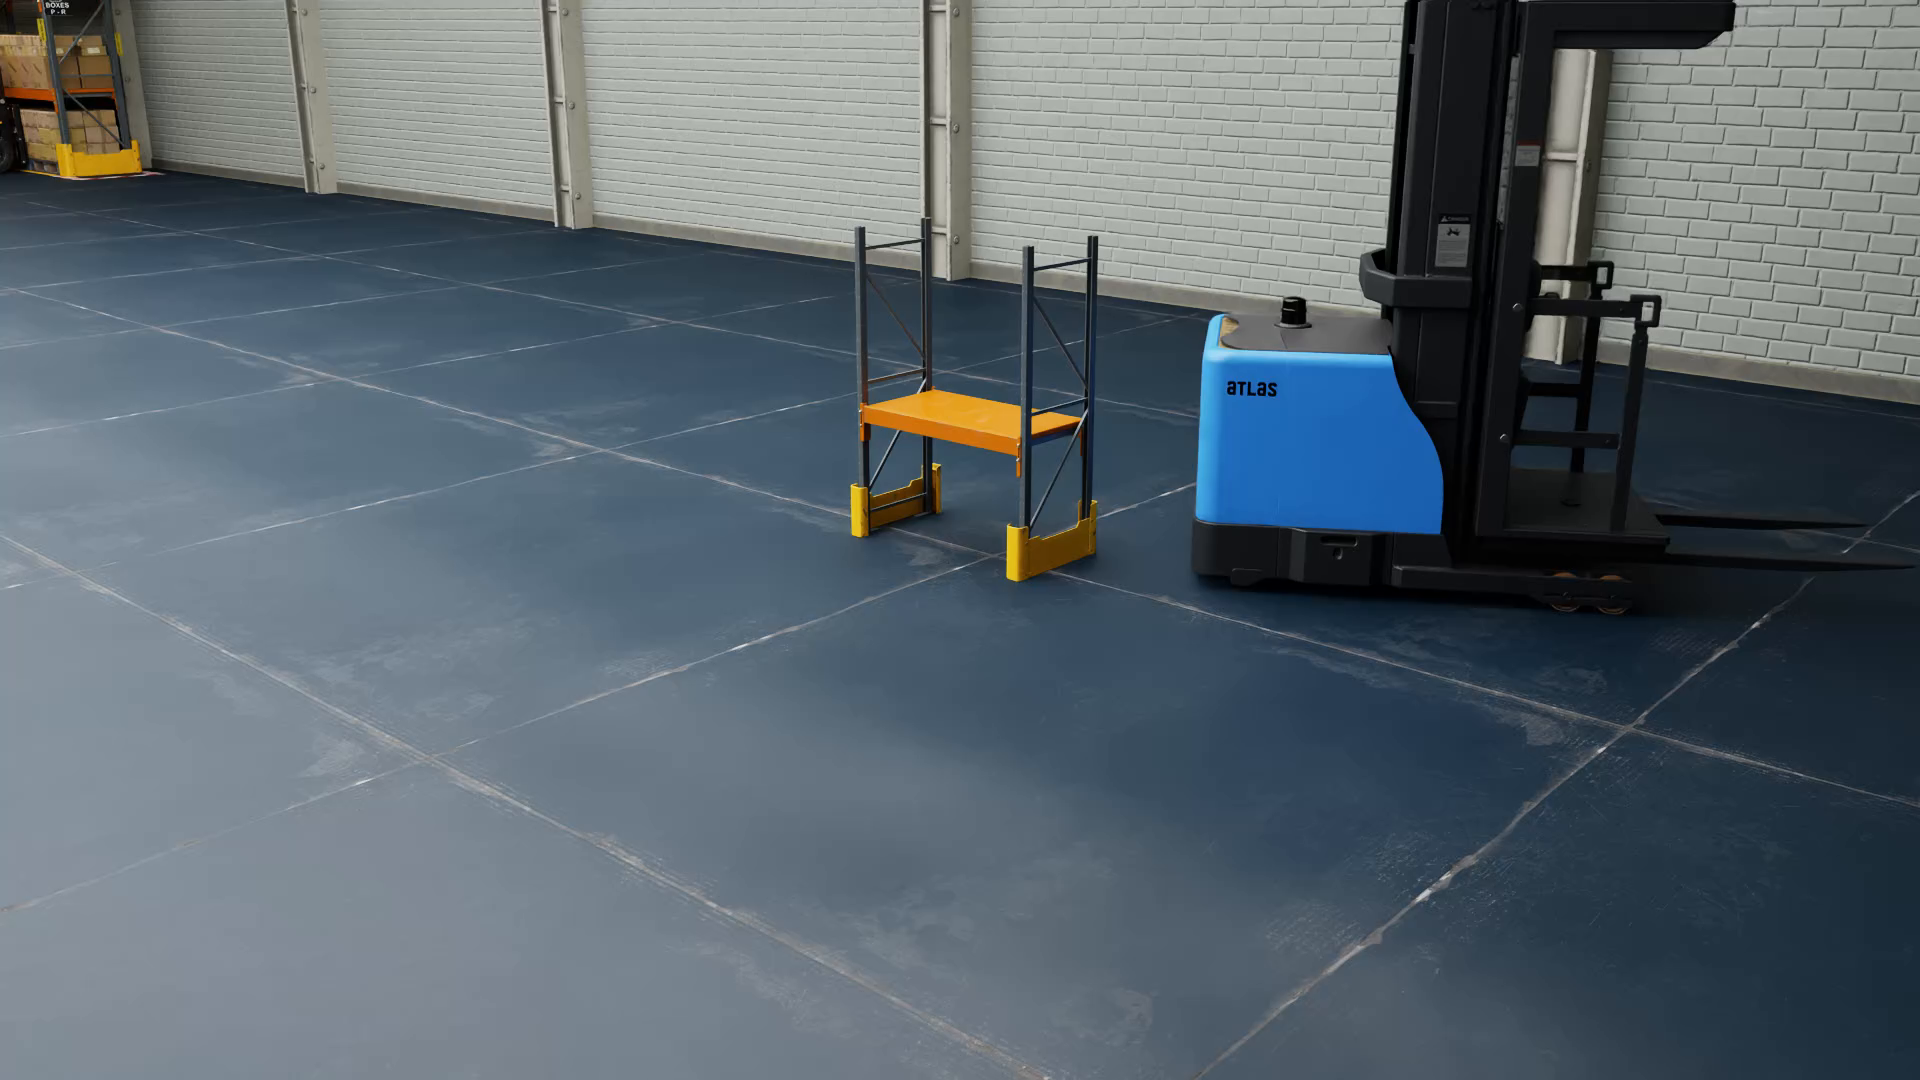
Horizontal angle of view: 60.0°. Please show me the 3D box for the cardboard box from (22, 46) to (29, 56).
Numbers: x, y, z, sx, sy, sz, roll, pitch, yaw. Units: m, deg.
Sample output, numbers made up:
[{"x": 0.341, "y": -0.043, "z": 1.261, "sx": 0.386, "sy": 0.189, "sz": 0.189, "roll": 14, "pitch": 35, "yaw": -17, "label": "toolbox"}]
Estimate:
[{"x": -14.664, "y": -7.786, "z": 26.449, "sx": 0.250, "sy": 0.149, "sz": 0.380, "roll": 15, "pitch": 23, "yaw": 39, "label": "cardboard box"}]

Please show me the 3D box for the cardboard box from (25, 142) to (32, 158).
[{"x": -14.971, "y": -6.377, "z": 27.098, "sx": 0.500, "sy": 0.250, "sz": 0.500, "roll": 15, "pitch": 23, "yaw": 40, "label": "cardboard box"}]

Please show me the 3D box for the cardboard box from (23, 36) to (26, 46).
[{"x": -14.640, "y": -7.939, "z": 26.438, "sx": 0.250, "sy": 0.149, "sz": 0.380, "roll": 15, "pitch": 23, "yaw": 40, "label": "cardboard box"}]

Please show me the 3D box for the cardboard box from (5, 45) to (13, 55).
[{"x": -15.097, "y": -7.875, "z": 26.730, "sx": 0.250, "sy": 0.149, "sz": 0.380, "roll": 15, "pitch": 23, "yaw": 40, "label": "cardboard box"}]

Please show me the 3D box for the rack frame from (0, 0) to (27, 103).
[{"x": -16.668, "y": -8.063, "z": 28.560, "sx": 0.127, "sy": 3.000, "sz": 1.000, "roll": 15, "pitch": 23, "yaw": 39, "label": "rack frame"}]

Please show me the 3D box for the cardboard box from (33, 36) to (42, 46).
[{"x": -14.289, "y": -7.826, "z": 26.082, "sx": 0.250, "sy": 0.149, "sz": 0.380, "roll": 15, "pitch": 23, "yaw": 39, "label": "cardboard box"}]

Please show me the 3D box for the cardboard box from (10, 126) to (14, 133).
[{"x": -15.388, "y": -6.718, "z": 27.347, "sx": 0.500, "sy": 0.250, "sz": 0.500, "roll": 15, "pitch": 23, "yaw": 39, "label": "cardboard box"}]

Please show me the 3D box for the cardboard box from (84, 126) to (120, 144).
[{"x": -13.890, "y": -6.529, "z": 26.752, "sx": 0.500, "sy": 0.250, "sz": 0.500, "roll": 16, "pitch": 23, "yaw": 40, "label": "cardboard box"}]

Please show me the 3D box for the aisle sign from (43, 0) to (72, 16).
[{"x": -13.822, "y": -8.420, "z": 25.385, "sx": 0.004, "sy": 0.787, "sz": 0.394, "roll": 15, "pitch": 23, "yaw": 39, "label": "aisle sign"}]

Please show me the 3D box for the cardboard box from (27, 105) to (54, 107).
[{"x": -15.413, "y": -7.171, "z": 27.948, "sx": 0.500, "sy": 0.250, "sz": 0.500, "roll": 15, "pitch": 23, "yaw": 40, "label": "cardboard box"}]

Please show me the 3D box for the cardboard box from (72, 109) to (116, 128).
[{"x": -13.910, "y": -6.766, "z": 26.670, "sx": 0.500, "sy": 0.250, "sz": 0.500, "roll": 15, "pitch": 23, "yaw": 38, "label": "cardboard box"}]

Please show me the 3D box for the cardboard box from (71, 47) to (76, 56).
[{"x": -13.985, "y": -7.779, "z": 26.427, "sx": 0.250, "sy": 0.149, "sz": 0.380, "roll": 15, "pitch": 23, "yaw": 39, "label": "cardboard box"}]

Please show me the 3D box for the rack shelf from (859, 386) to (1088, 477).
[{"x": 0.064, "y": -0.526, "z": 7.885, "sx": 1.000, "sy": 0.185, "sz": 0.538, "roll": 15, "pitch": 23, "yaw": 39, "label": "rack shelf"}]

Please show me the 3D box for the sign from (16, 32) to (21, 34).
[{"x": -16.301, "y": -8.640, "z": 28.814, "sx": 0.005, "sy": 0.325, "sz": 0.100, "roll": 15, "pitch": 23, "yaw": 39, "label": "sign"}]

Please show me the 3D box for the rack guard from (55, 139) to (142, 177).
[{"x": -13.658, "y": -6.064, "z": 26.393, "sx": 0.348, "sy": 0.500, "sz": 1.175, "roll": 15, "pitch": 23, "yaw": 39, "label": "rack guard"}]

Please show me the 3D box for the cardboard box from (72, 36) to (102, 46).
[{"x": -13.786, "y": -7.875, "z": 26.236, "sx": 0.250, "sy": 0.149, "sz": 0.380, "roll": 14, "pitch": 23, "yaw": 38, "label": "cardboard box"}]

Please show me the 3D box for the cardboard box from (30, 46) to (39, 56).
[{"x": -14.332, "y": -7.668, "z": 26.076, "sx": 0.250, "sy": 0.149, "sz": 0.380, "roll": 16, "pitch": 23, "yaw": 40, "label": "cardboard box"}]

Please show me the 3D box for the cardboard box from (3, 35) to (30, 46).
[{"x": -15.105, "y": -8.017, "z": 26.684, "sx": 0.250, "sy": 0.149, "sz": 0.380, "roll": 16, "pitch": 23, "yaw": 40, "label": "cardboard box"}]

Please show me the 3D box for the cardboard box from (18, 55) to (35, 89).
[{"x": -14.600, "y": -7.454, "z": 26.473, "sx": 0.500, "sy": 0.500, "sz": 0.500, "roll": 16, "pitch": 24, "yaw": 41, "label": "cardboard box"}]

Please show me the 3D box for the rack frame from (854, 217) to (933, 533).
[{"x": -0.316, "y": -0.800, "z": 8.152, "sx": 0.032, "sy": 1.500, "sz": 0.500, "roll": 15, "pitch": 23, "yaw": 39, "label": "rack frame"}]

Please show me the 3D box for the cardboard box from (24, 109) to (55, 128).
[{"x": -14.613, "y": -6.749, "z": 26.619, "sx": 0.500, "sy": 0.250, "sz": 0.500, "roll": 16, "pitch": 23, "yaw": 40, "label": "cardboard box"}]

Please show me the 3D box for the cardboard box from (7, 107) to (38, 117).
[{"x": -15.371, "y": -6.952, "z": 27.257, "sx": 0.500, "sy": 0.250, "sz": 0.500, "roll": 14, "pitch": 23, "yaw": 38, "label": "cardboard box"}]

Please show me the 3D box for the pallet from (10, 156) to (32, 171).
[{"x": -15.184, "y": -6.320, "z": 27.677, "sx": 1.213, "sy": 0.211, "sz": 1.003, "roll": 15, "pitch": 23, "yaw": 39, "label": "pallet"}]

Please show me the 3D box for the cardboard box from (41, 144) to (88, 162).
[{"x": -14.237, "y": -6.173, "z": 26.454, "sx": 0.500, "sy": 0.250, "sz": 0.500, "roll": 15, "pitch": 23, "yaw": 40, "label": "cardboard box"}]

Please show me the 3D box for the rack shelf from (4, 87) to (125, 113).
[{"x": -15.172, "y": -7.319, "z": 27.404, "sx": 4.000, "sy": 0.370, "sz": 1.077, "roll": 15, "pitch": 23, "yaw": 39, "label": "rack shelf"}]

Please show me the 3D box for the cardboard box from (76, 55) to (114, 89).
[{"x": -13.862, "y": -7.470, "z": 26.526, "sx": 0.500, "sy": 0.500, "sz": 0.500, "roll": 16, "pitch": 24, "yaw": 41, "label": "cardboard box"}]

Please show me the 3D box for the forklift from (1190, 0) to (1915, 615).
[{"x": 2.604, "y": -1.252, "z": 7.212, "sx": 3.031, "sy": 2.935, "sz": 1.130, "roll": 3, "pitch": 18, "yaw": 10, "label": "forklift"}]

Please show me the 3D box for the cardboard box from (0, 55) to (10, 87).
[{"x": -15.367, "y": -7.655, "z": 27.108, "sx": 0.500, "sy": 0.500, "sz": 0.500, "roll": 15, "pitch": 23, "yaw": 40, "label": "cardboard box"}]

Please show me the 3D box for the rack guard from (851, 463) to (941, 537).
[{"x": -0.315, "y": -0.204, "z": 8.341, "sx": 0.087, "sy": 0.250, "sz": 0.587, "roll": 15, "pitch": 23, "yaw": 39, "label": "rack guard"}]

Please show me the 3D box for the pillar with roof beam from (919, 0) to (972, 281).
[{"x": -2.993, "y": -5.875, "z": 11.748, "sx": 0.400, "sy": 9.000, "sz": 9.100, "roll": 15, "pitch": 23, "yaw": 39, "label": "pillar with roof beam"}]

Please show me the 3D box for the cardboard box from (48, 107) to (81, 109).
[{"x": -14.653, "y": -6.968, "z": 27.307, "sx": 0.500, "sy": 0.250, "sz": 0.500, "roll": 15, "pitch": 23, "yaw": 39, "label": "cardboard box"}]

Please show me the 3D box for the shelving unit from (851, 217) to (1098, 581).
[{"x": 0.057, "y": -0.700, "z": 7.837, "sx": 1.083, "sy": 1.500, "sz": 0.587, "roll": 15, "pitch": 23, "yaw": 39, "label": "shelving unit"}]

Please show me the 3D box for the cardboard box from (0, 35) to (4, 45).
[{"x": -15.412, "y": -8.144, "z": 27.085, "sx": 0.250, "sy": 0.149, "sz": 0.380, "roll": 15, "pitch": 23, "yaw": 39, "label": "cardboard box"}]

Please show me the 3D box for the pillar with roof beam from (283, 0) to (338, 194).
[{"x": -11.969, "y": -8.285, "z": 19.340, "sx": 0.400, "sy": 9.000, "sz": 9.100, "roll": 15, "pitch": 23, "yaw": 39, "label": "pillar with roof beam"}]

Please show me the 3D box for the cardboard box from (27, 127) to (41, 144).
[{"x": -14.616, "y": -6.518, "z": 26.716, "sx": 0.500, "sy": 0.250, "sz": 0.500, "roll": 15, "pitch": 23, "yaw": 39, "label": "cardboard box"}]
